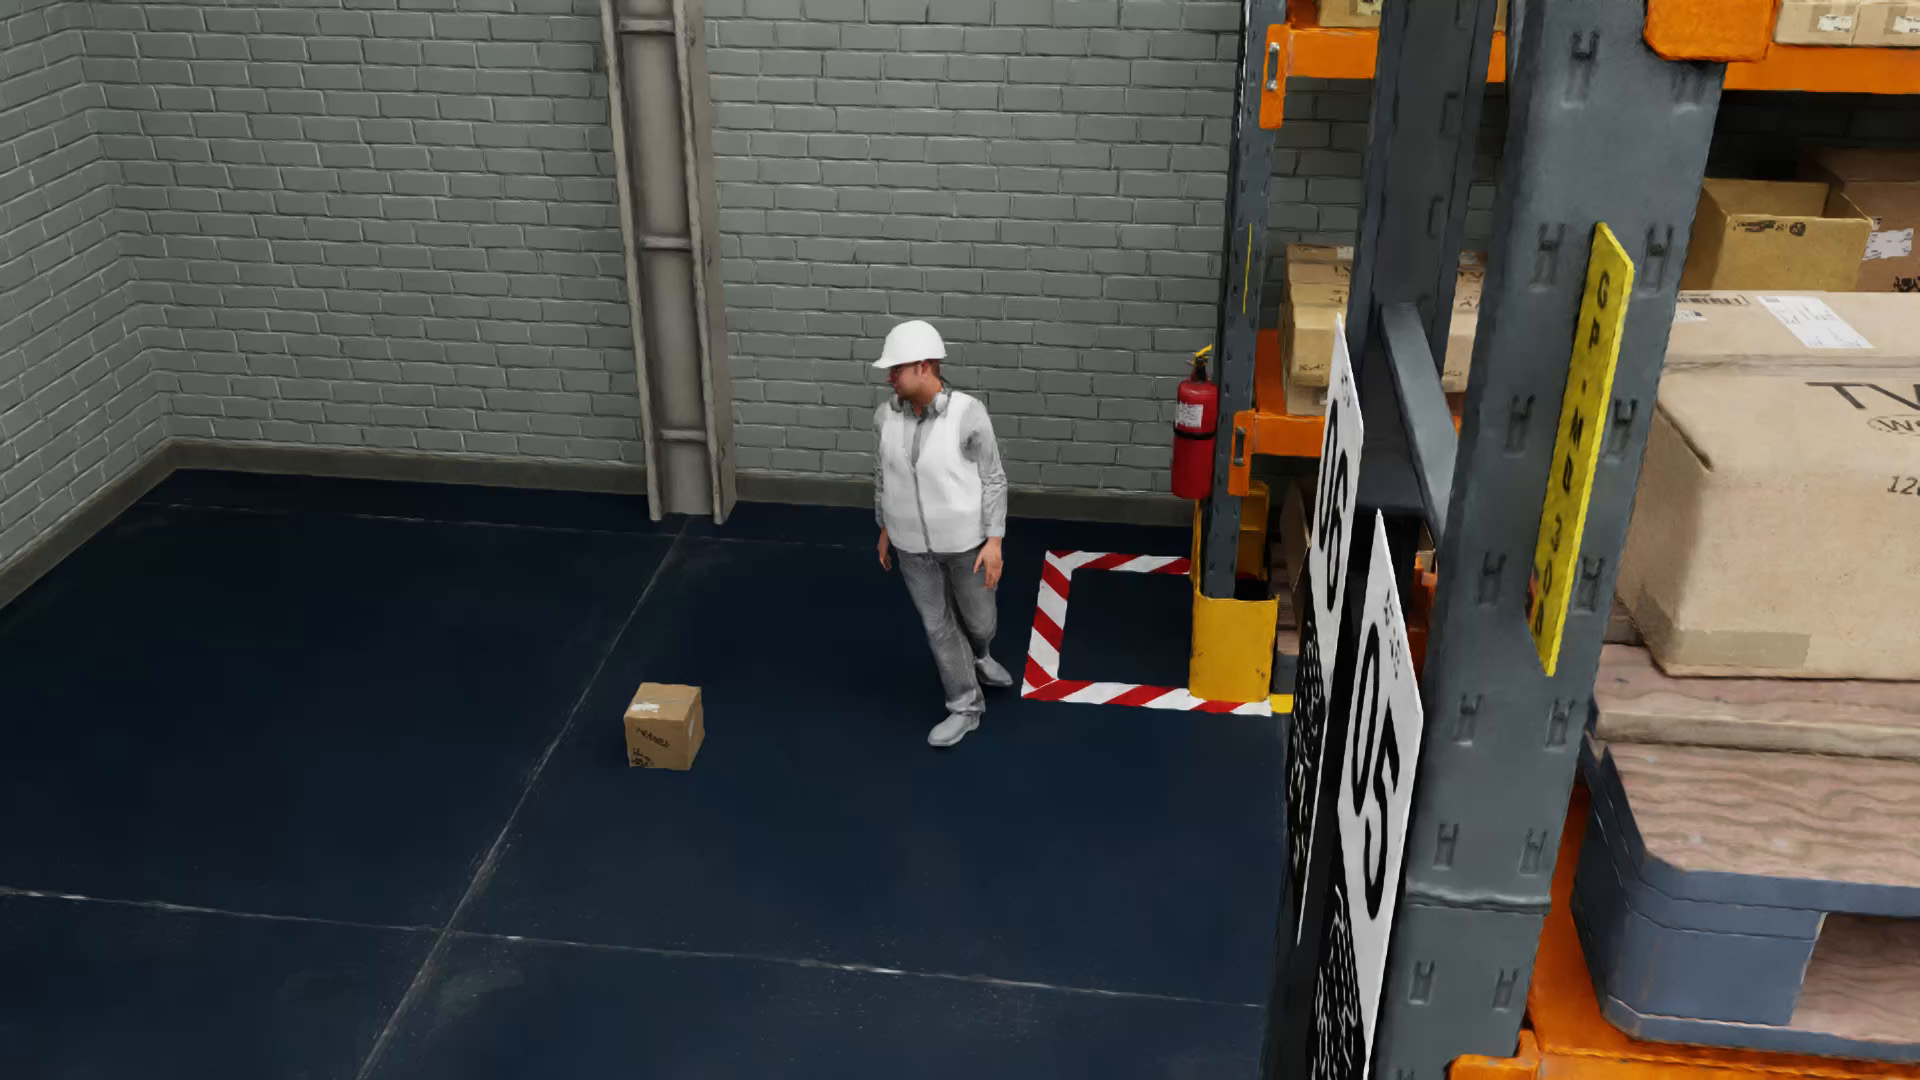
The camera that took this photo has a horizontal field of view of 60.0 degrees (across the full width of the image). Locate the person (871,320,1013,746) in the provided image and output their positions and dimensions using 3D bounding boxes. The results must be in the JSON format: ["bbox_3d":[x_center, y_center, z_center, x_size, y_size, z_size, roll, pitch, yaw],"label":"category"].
[{"bbox_3d":[-0.074,-0.040,6.700,0.575,1.744,0.614,6,29,12],"label":"person"}]
